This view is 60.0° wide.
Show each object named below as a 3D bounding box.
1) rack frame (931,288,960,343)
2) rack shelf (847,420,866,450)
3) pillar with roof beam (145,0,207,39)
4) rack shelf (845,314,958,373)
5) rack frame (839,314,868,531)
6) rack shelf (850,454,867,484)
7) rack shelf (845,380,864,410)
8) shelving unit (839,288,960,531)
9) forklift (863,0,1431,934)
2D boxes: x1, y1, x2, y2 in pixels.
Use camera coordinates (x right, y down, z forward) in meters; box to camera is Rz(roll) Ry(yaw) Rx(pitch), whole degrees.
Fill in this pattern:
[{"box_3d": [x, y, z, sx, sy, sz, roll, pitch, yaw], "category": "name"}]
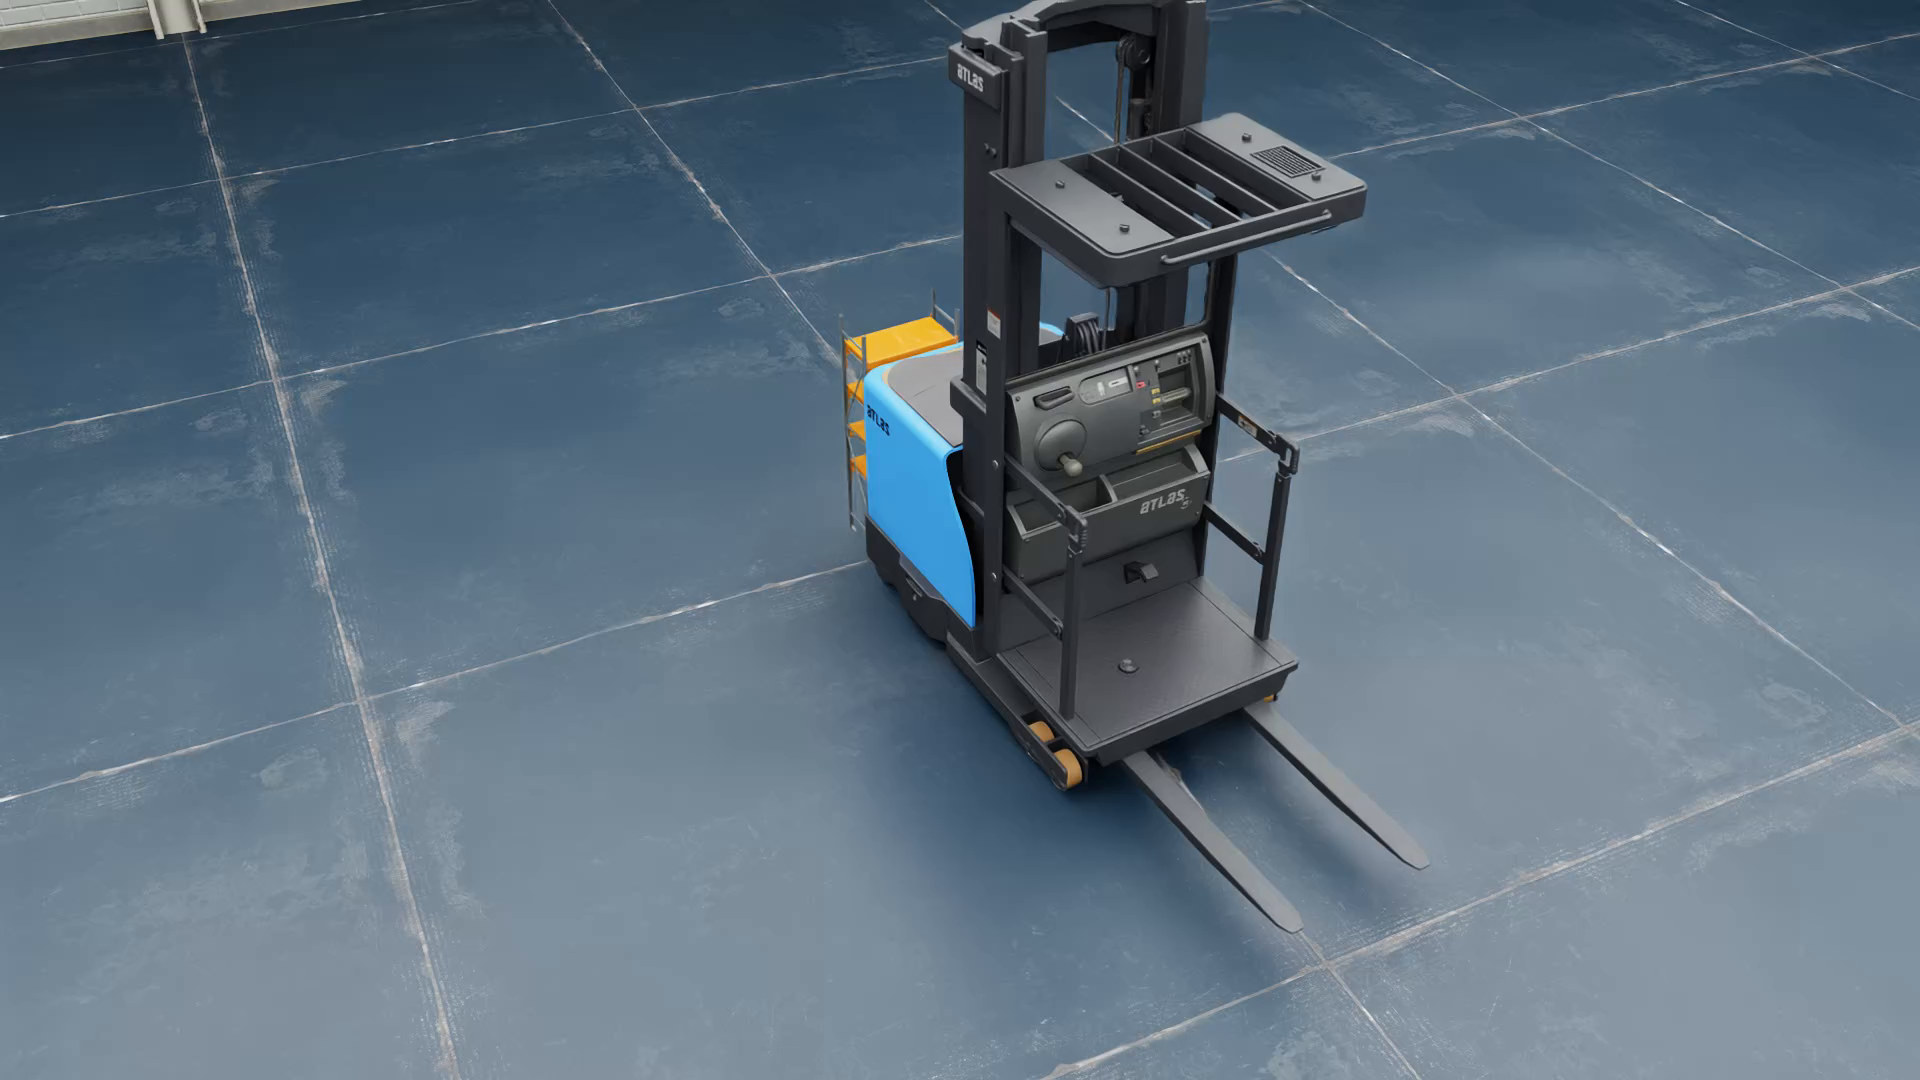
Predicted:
[{"box_3d": [-0.069, -0.640, 8.106, 0.015, 1.200, 0.240, -19, 41, -24], "category": "rack frame"}, {"box_3d": [-0.279, -0.512, 8.046, 0.480, 0.148, 0.258, -19, 41, -24], "category": "rack shelf"}, {"box_3d": [-4.764, -5.609, 8.258, 0.400, 9.000, 9.100, -16, 39, -20], "category": "pillar with roof beam"}, {"box_3d": [-0.279, -0.882, 7.772, 0.480, 0.148, 0.258, -19, 41, -24], "category": "rack shelf"}, {"box_3d": [-0.489, -0.492, 7.906, 0.015, 1.200, 0.240, -19, 41, -24], "category": "rack frame"}, {"box_3d": [-0.279, -0.353, 8.164, 0.480, 0.148, 0.258, -19, 41, -24], "category": "rack shelf"}, {"box_3d": [-0.279, -0.692, 7.913, 0.480, 0.148, 0.258, -19, 41, -24], "category": "rack shelf"}, {"box_3d": [-0.279, -0.566, 8.006, 0.503, 1.200, 0.258, -19, 41, -24], "category": "shelving unit"}, {"box_3d": [0.721, -0.464, 6.416, 1.130, 2.935, 3.031, -19, 41, -24], "category": "forklift"}]
